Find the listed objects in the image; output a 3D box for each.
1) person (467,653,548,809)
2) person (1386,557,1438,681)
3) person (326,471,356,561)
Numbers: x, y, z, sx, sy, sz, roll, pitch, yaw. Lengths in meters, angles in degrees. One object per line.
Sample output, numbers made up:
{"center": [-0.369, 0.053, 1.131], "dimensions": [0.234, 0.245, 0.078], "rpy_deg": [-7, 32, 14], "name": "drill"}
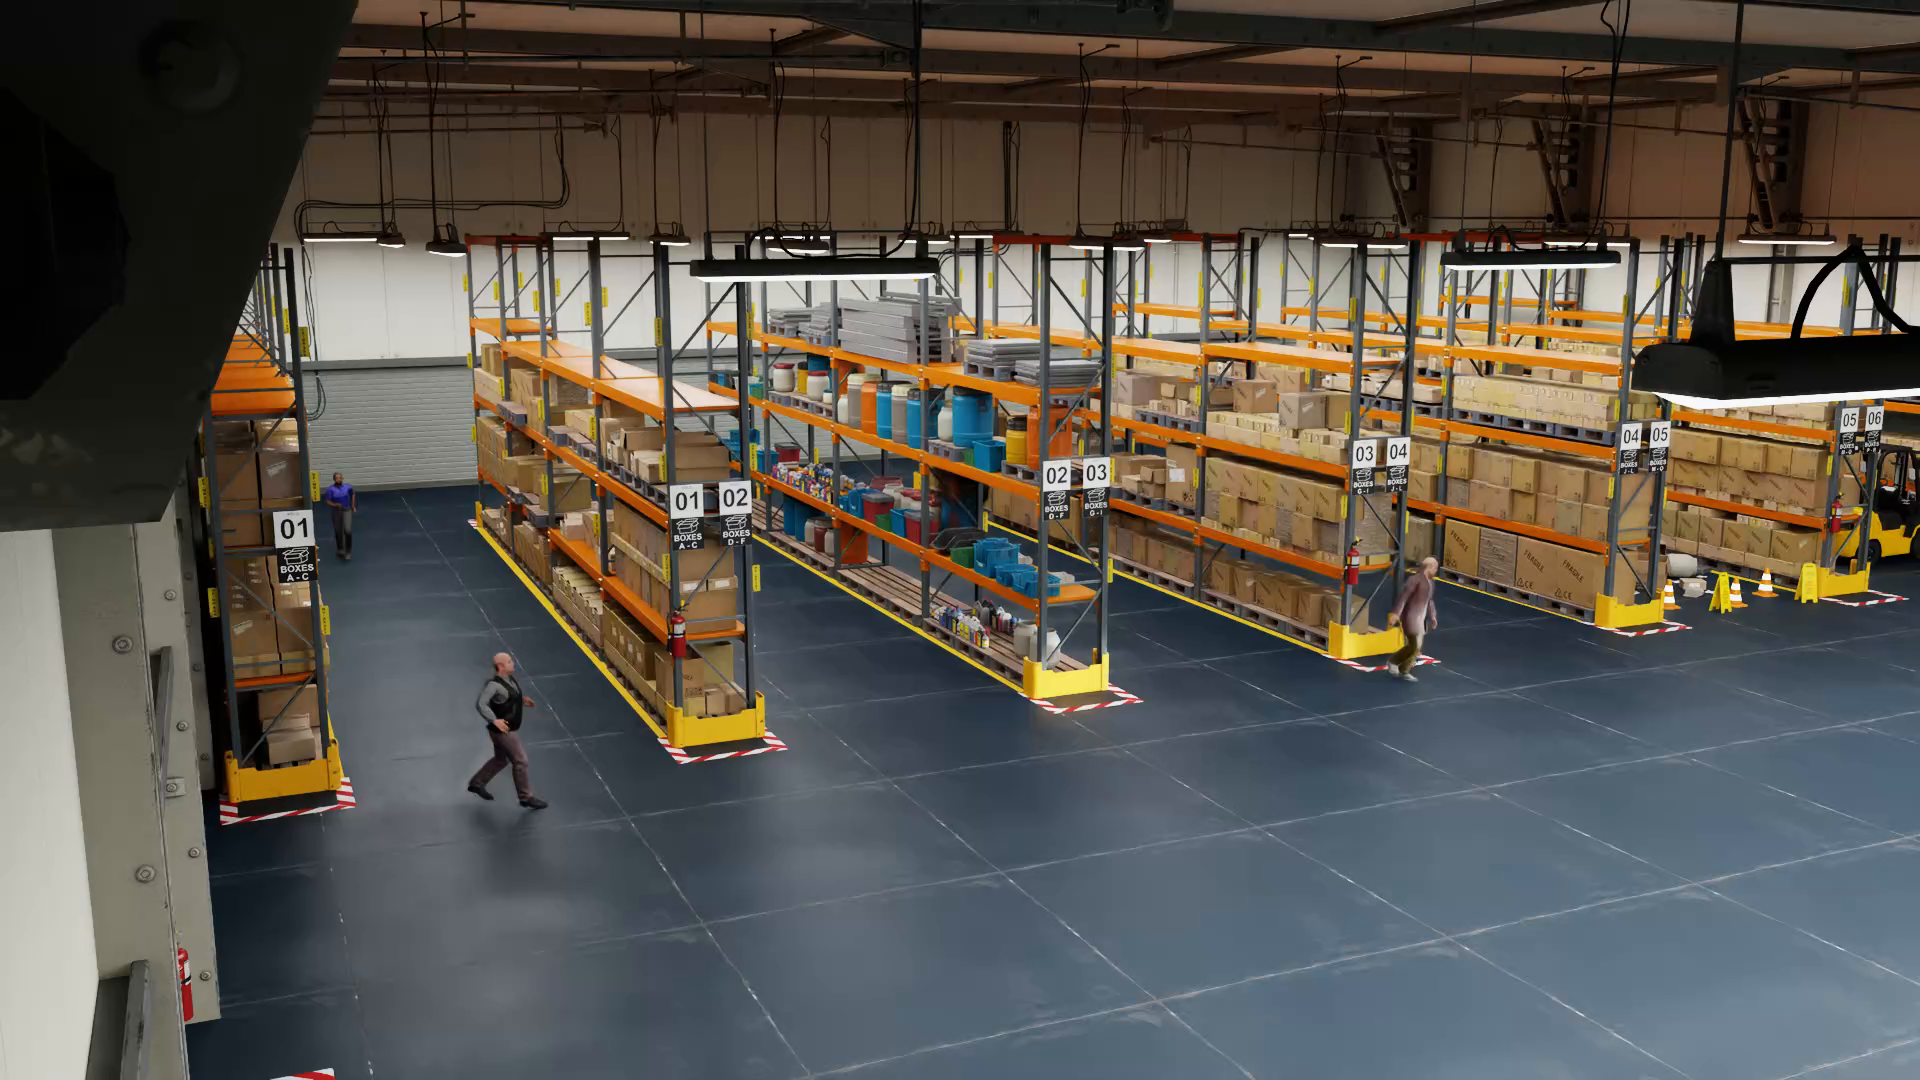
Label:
{"center": [-4.919, 2.056, 17.900], "dimensions": [0.873, 1.737, 0.694], "rpy_deg": [-1, 11, -4], "name": "person"}
{"center": [6.249, 1.092, 23.003], "dimensions": [0.587, 1.760, 0.715], "rpy_deg": [8, 14, 35], "name": "person"}
{"center": [-11.572, -0.445, 31.123], "dimensions": [0.525, 1.696, 0.809], "rpy_deg": [-4, 12, -21], "name": "person"}
